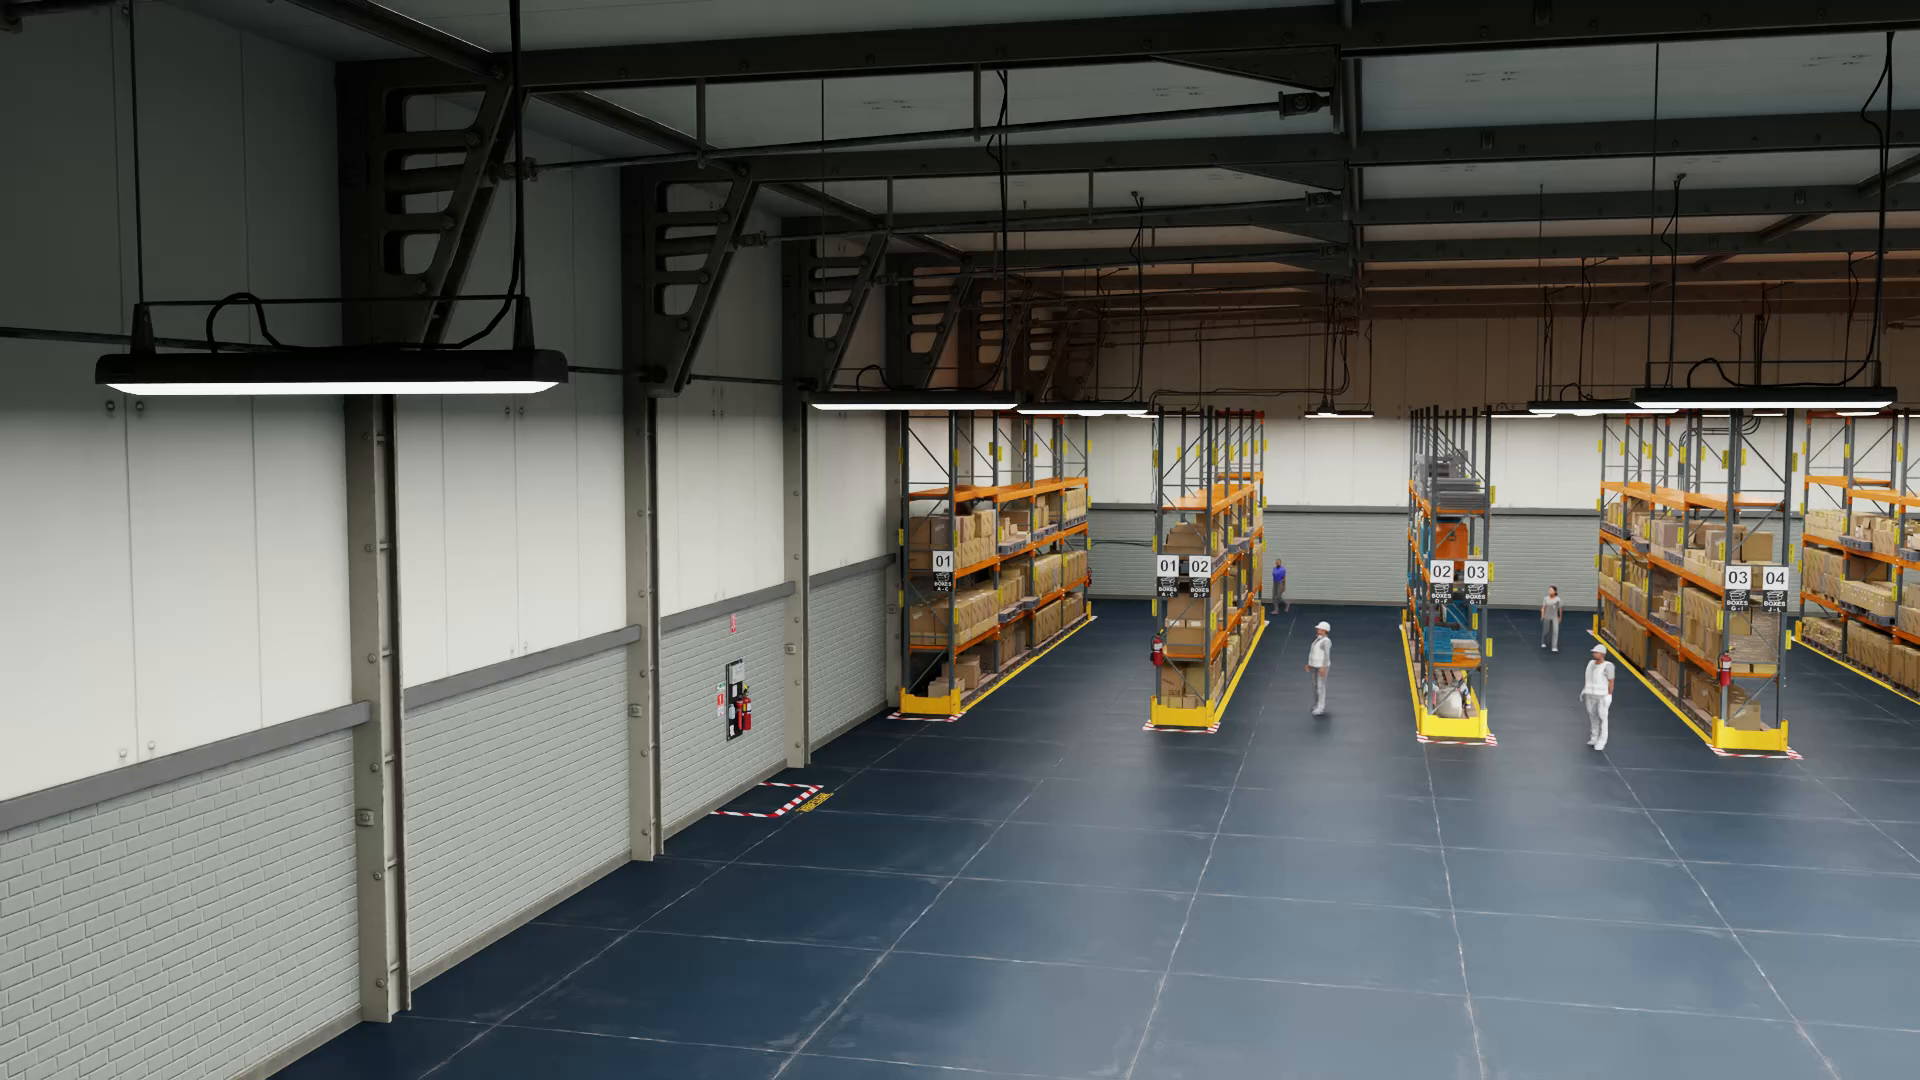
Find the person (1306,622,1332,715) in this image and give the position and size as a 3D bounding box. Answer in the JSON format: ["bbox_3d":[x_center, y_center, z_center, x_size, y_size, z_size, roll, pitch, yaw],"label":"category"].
[{"bbox_3d":[7.024,2.501,32.657,0.562,1.785,0.555,-2,5,-31],"label":"person"}]

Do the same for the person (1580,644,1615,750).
[{"bbox_3d":[11.173,2.740,29.183,0.574,1.807,0.534,4,6,43],"label":"person"}]

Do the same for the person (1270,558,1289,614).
[{"bbox_3d":[9.431,1.364,49.075,0.555,1.647,0.451,-2,5,-28],"label":"person"}]

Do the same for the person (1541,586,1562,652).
[{"bbox_3d":[14.688,1.946,41.334,0.529,1.625,0.978,1,4,8],"label":"person"}]
